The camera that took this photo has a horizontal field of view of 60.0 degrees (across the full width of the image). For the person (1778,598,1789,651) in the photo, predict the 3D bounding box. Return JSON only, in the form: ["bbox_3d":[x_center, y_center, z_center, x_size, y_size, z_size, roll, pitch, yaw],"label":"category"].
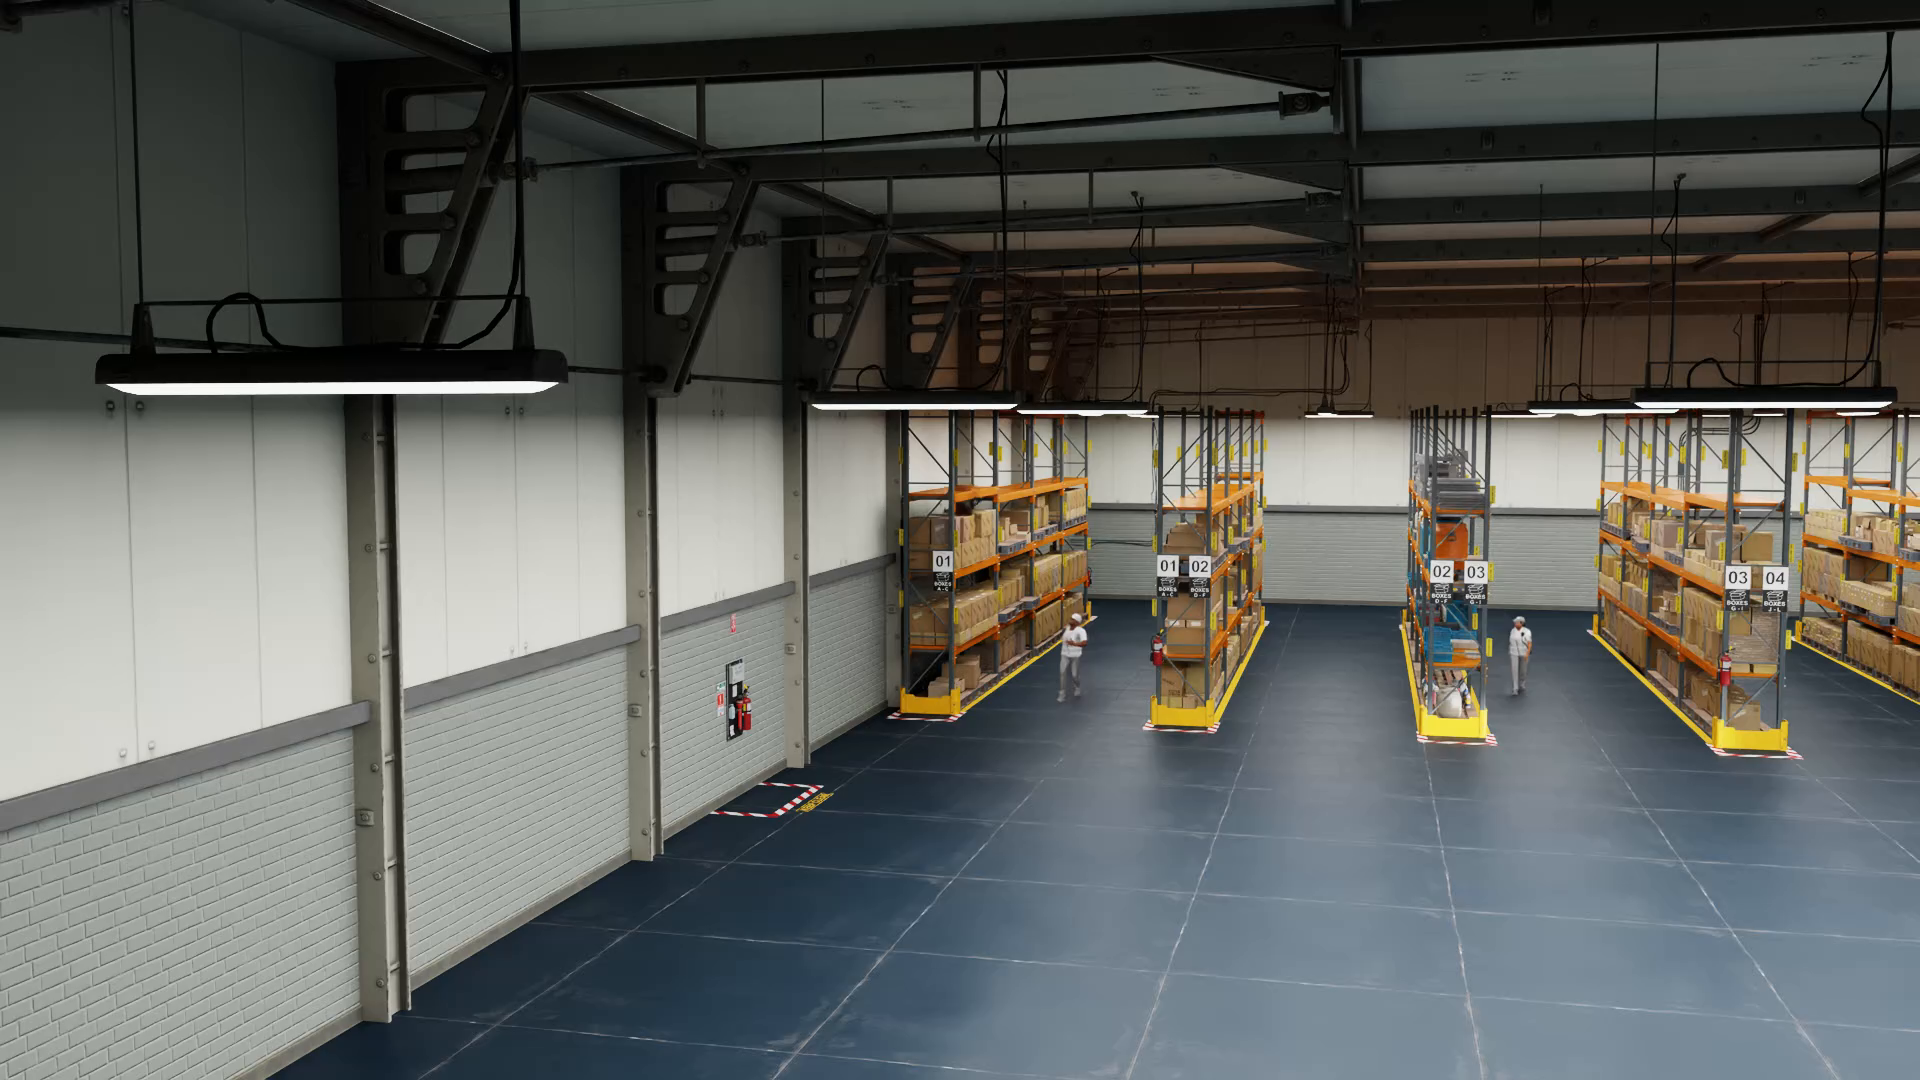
[{"bbox_3d":[20.249,1.865,41.305,0.639,1.753,0.947,1,4,16],"label":"person"}]

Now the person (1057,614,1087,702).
[{"bbox_3d":[2.342,2.407,34.125,0.610,1.791,0.844,2,4,20],"label":"person"}]

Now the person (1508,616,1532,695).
[{"bbox_3d":[11.751,2.407,34.927,0.455,1.615,0.976,1,4,13],"label":"person"}]
